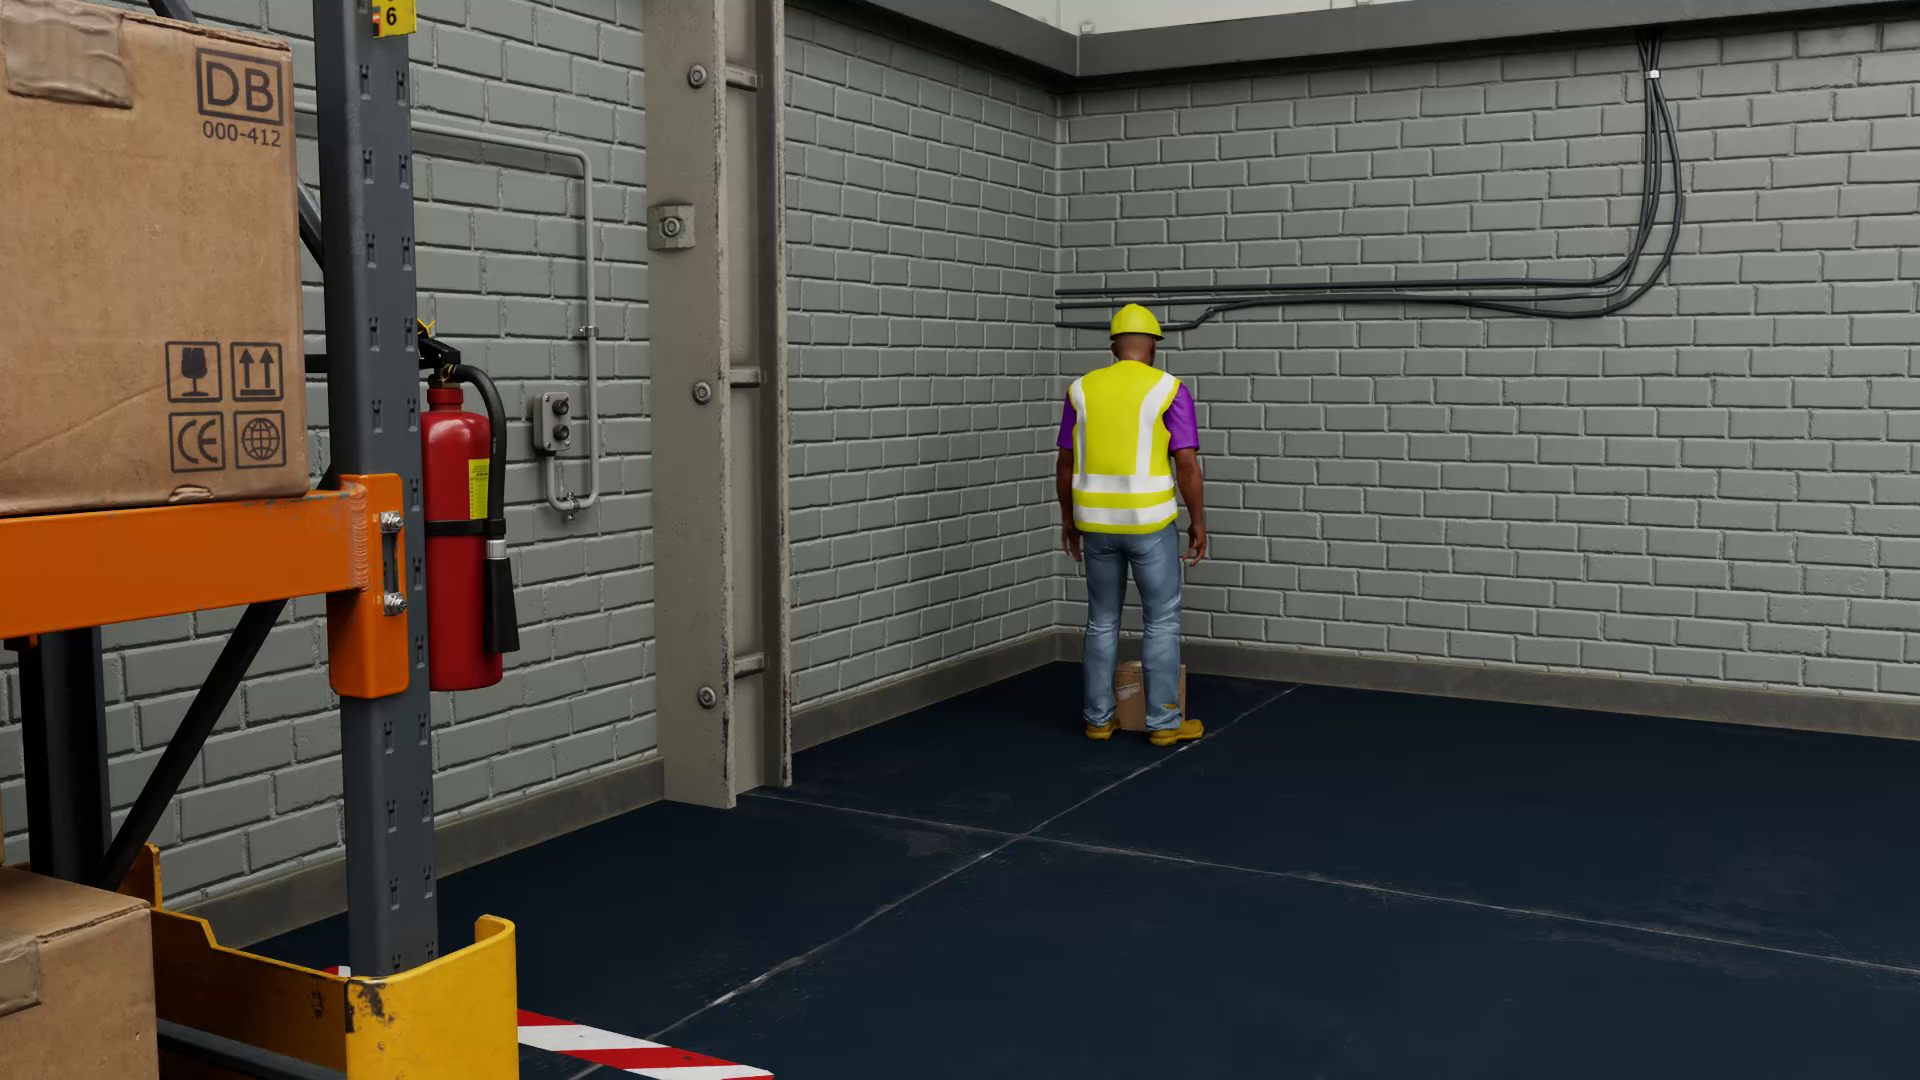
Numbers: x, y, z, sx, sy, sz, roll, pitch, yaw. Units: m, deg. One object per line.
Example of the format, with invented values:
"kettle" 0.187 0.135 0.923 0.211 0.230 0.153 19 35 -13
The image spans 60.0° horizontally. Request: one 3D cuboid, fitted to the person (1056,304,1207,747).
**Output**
"person" 0.696 -0.070 6.730 0.628 1.761 0.462 3 7 28
